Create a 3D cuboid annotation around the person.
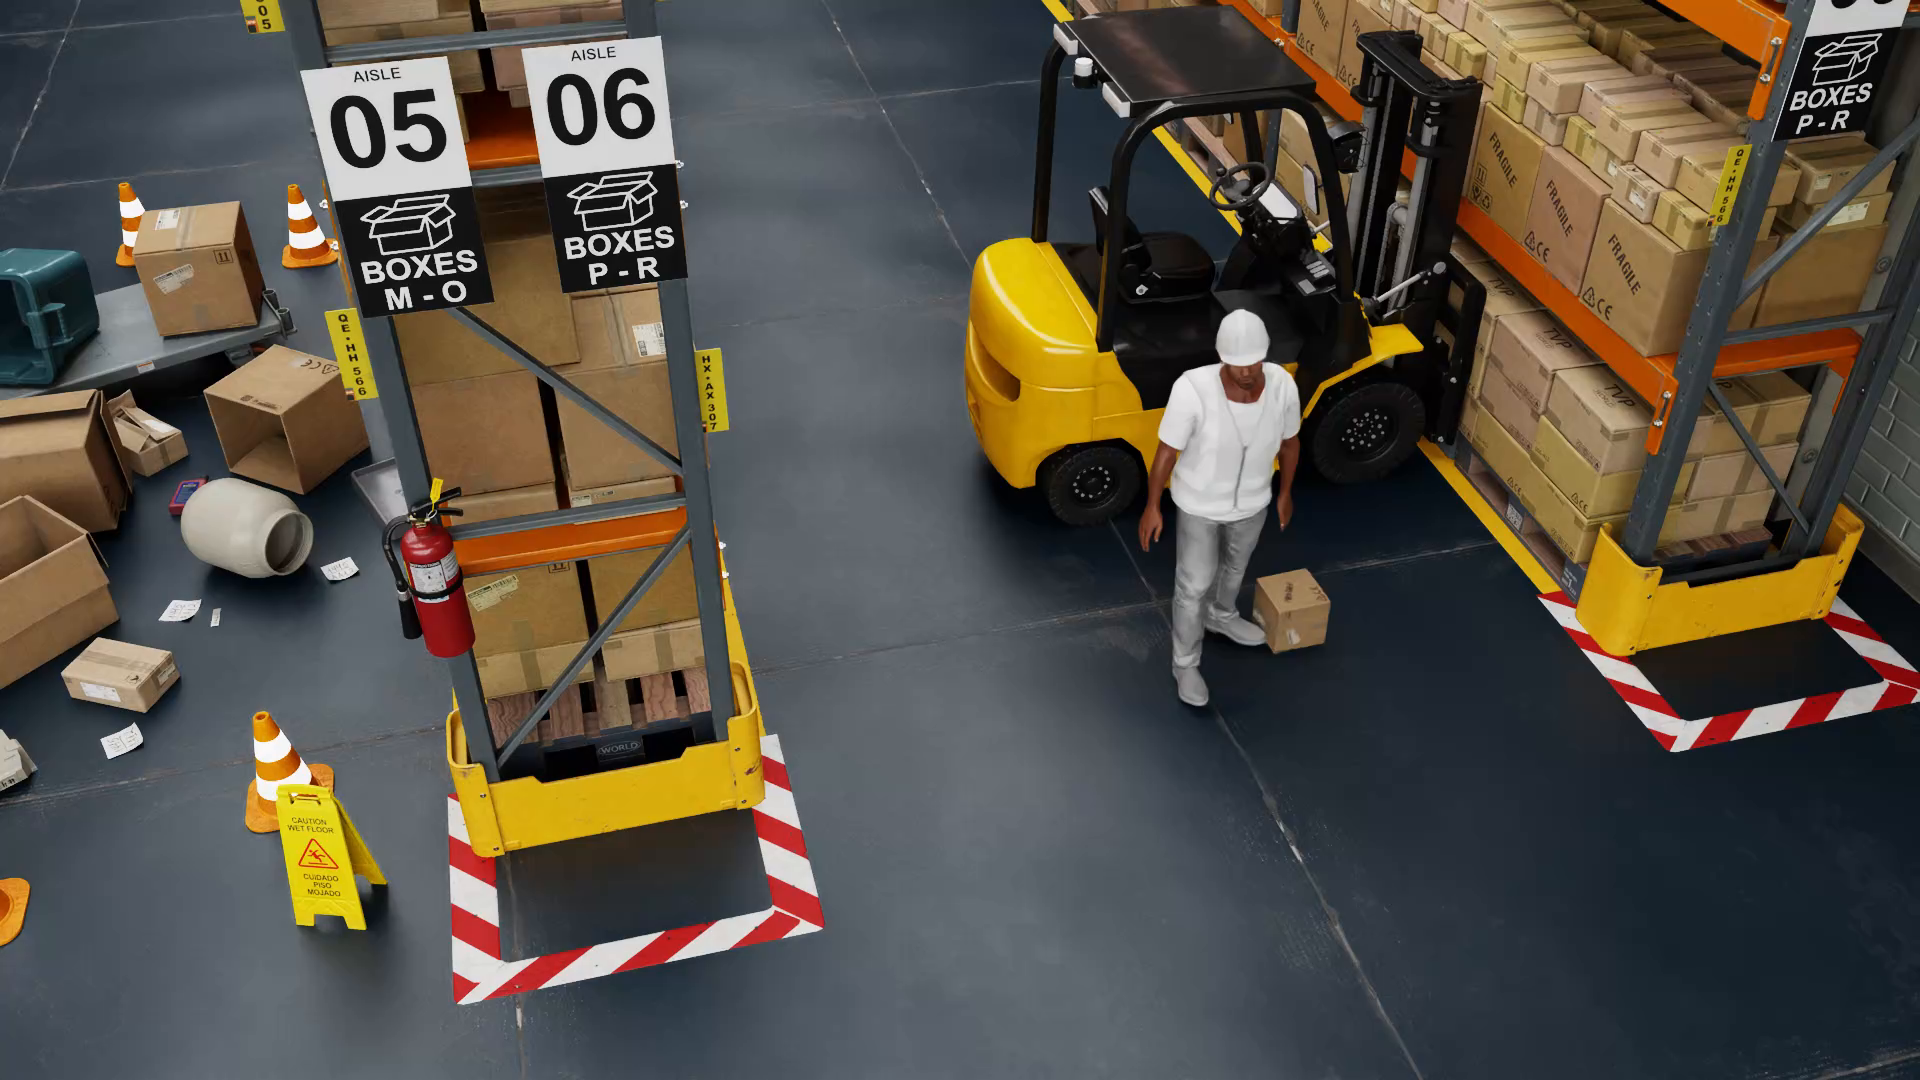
[{"bbox_3d":[1.074,-0.137,6.847,0.699,1.767,0.577,-10,39,-12],"label":"person"}]
